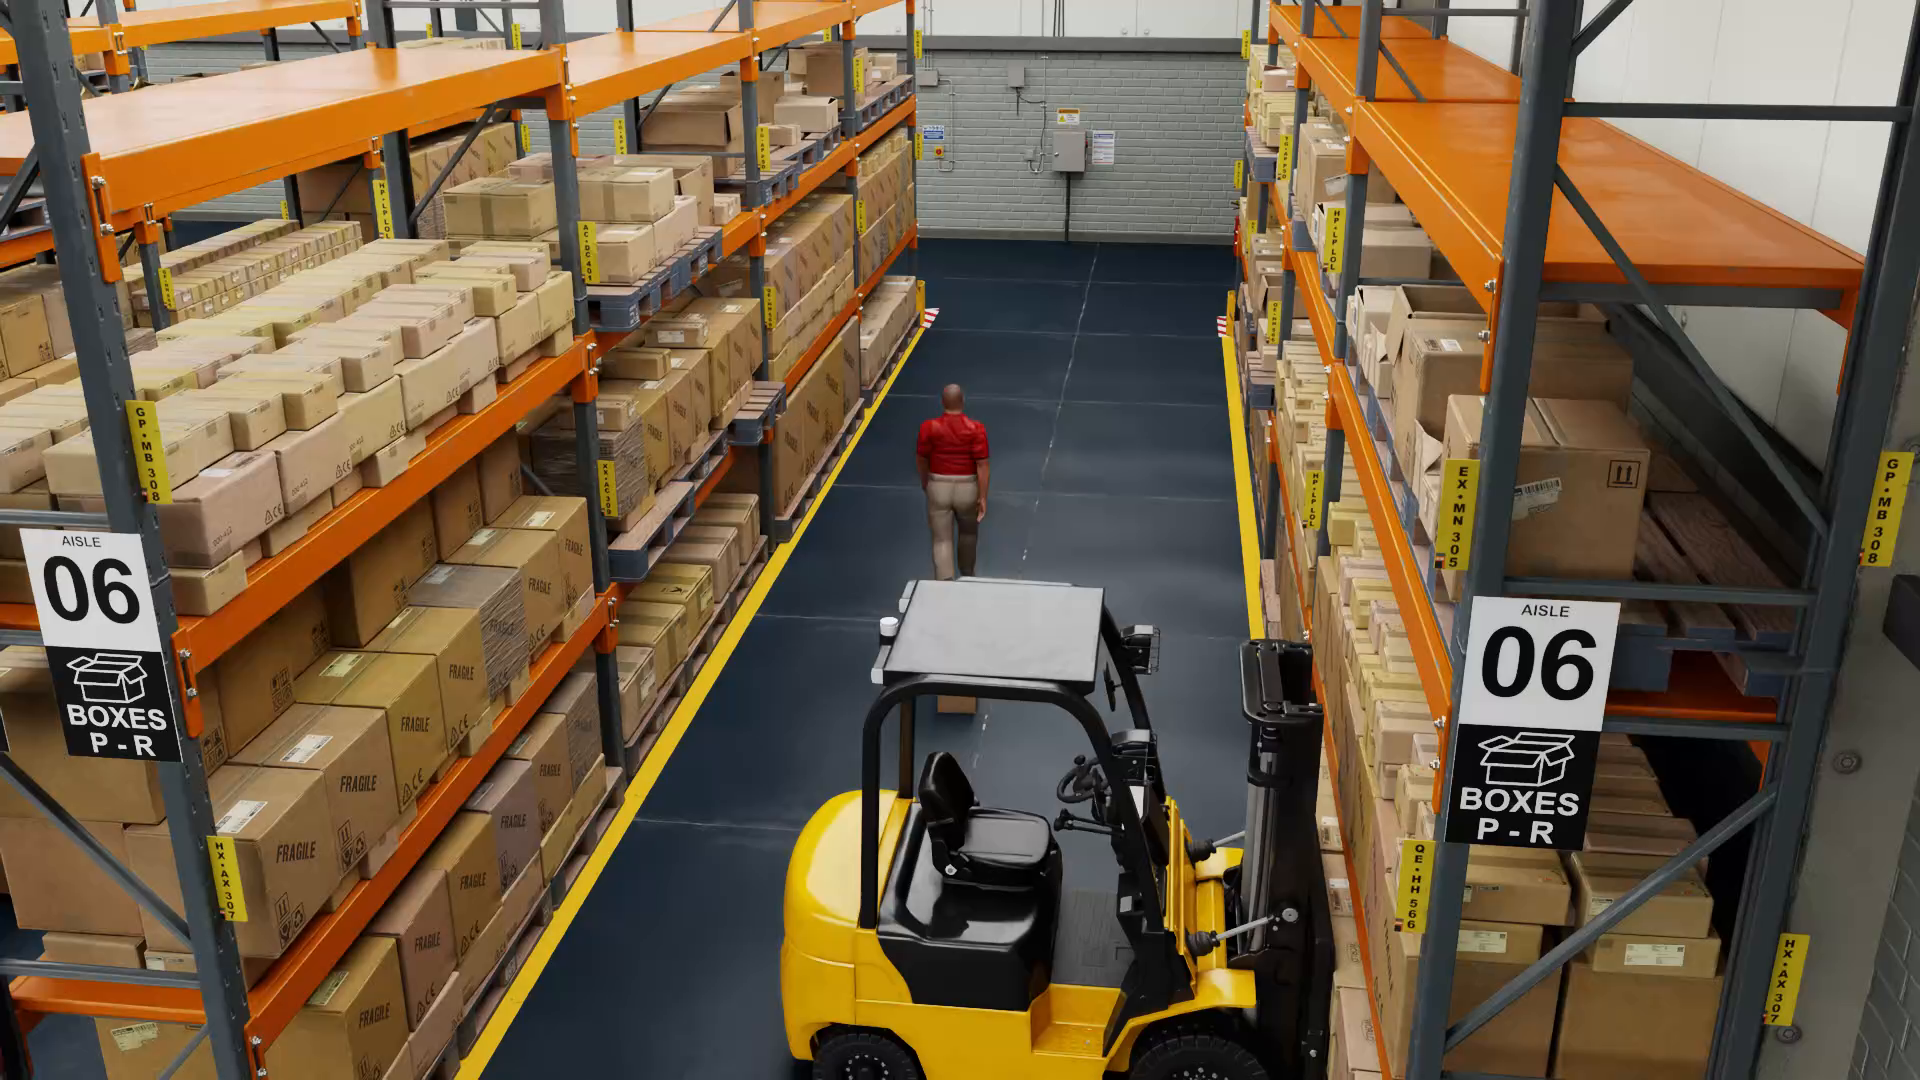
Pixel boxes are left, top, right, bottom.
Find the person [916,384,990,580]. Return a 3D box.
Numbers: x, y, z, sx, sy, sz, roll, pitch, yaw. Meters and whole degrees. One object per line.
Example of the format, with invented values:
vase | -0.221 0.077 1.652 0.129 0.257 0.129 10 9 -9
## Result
person | -0.058 -0.395 12.522 0.548 1.661 1.045 -1 21 -1
